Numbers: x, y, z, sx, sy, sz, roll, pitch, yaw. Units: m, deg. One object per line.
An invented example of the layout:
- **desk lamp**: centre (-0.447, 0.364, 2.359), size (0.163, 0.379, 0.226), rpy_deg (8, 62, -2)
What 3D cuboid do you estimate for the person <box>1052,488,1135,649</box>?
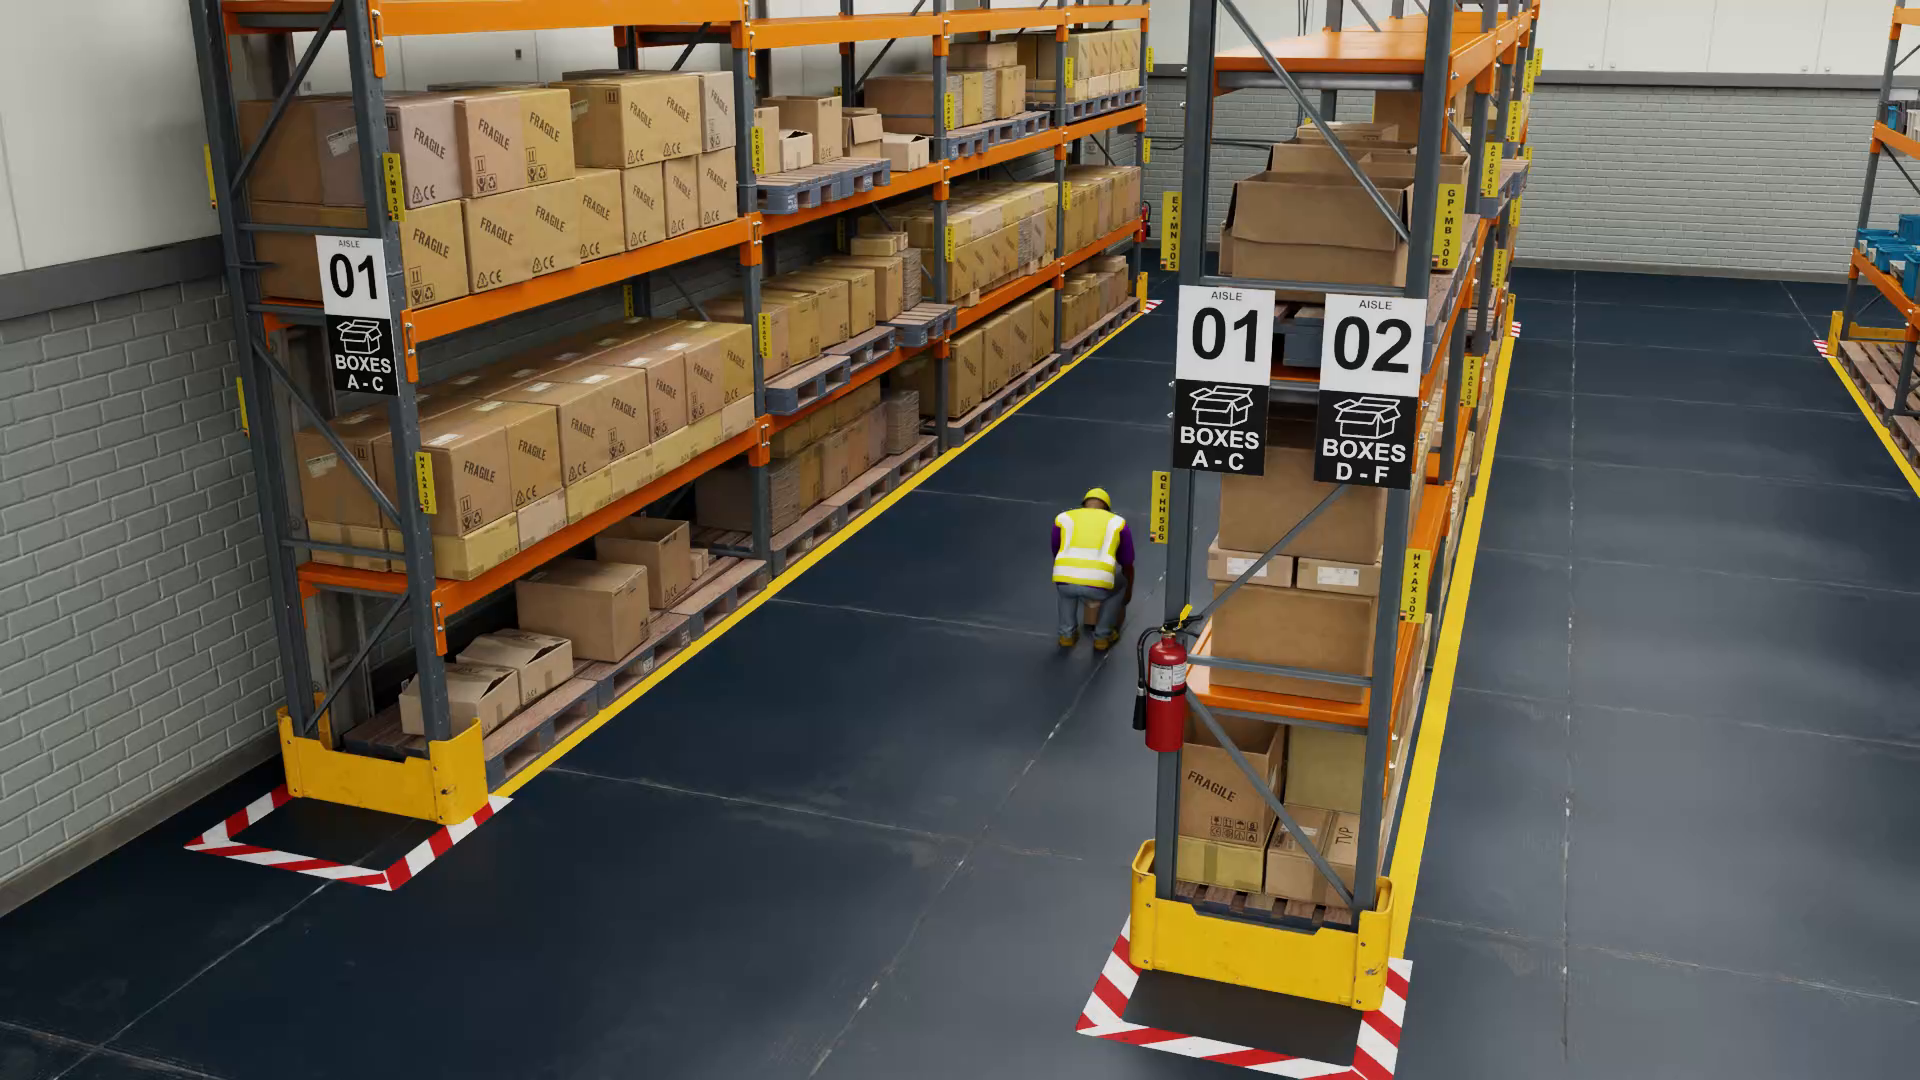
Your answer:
- **person**: centre (0.892, 0.209, 11.622), size (0.579, 0.995, 0.890), rpy_deg (6, 20, 18)
